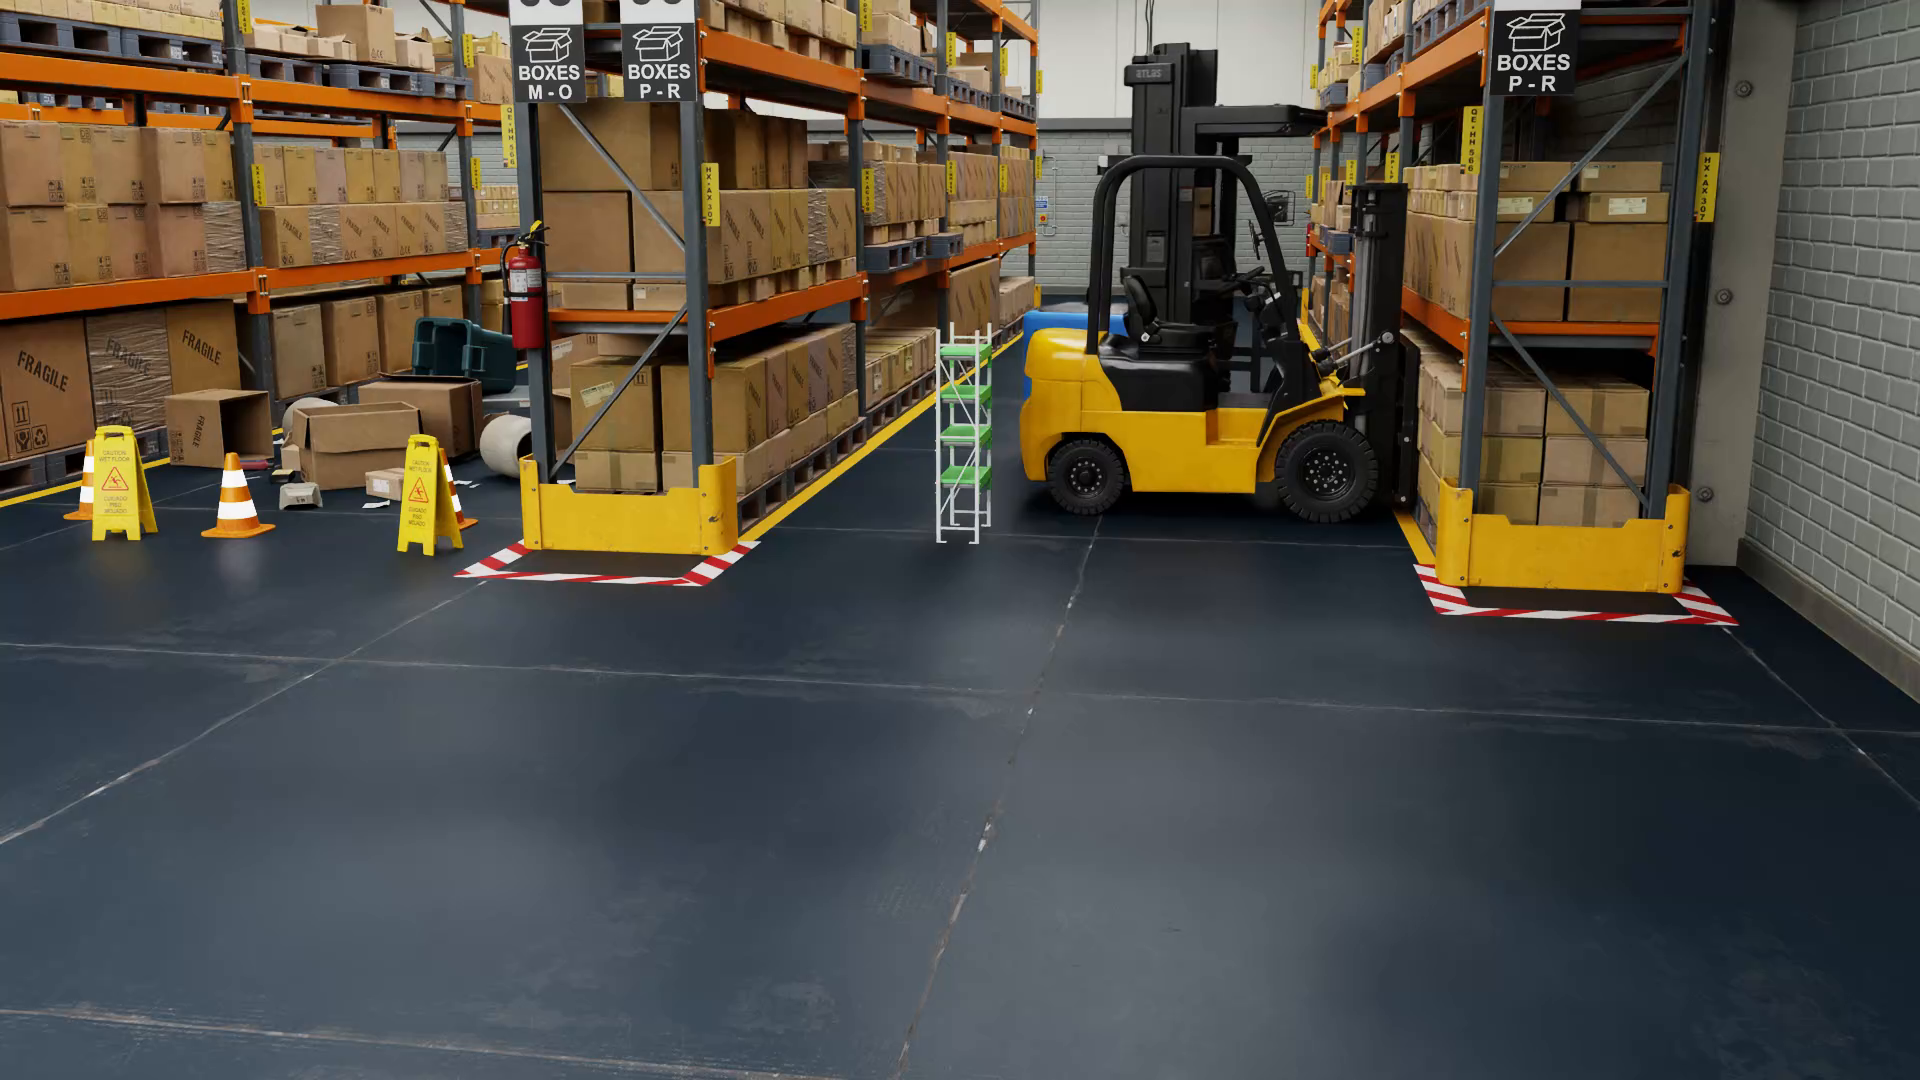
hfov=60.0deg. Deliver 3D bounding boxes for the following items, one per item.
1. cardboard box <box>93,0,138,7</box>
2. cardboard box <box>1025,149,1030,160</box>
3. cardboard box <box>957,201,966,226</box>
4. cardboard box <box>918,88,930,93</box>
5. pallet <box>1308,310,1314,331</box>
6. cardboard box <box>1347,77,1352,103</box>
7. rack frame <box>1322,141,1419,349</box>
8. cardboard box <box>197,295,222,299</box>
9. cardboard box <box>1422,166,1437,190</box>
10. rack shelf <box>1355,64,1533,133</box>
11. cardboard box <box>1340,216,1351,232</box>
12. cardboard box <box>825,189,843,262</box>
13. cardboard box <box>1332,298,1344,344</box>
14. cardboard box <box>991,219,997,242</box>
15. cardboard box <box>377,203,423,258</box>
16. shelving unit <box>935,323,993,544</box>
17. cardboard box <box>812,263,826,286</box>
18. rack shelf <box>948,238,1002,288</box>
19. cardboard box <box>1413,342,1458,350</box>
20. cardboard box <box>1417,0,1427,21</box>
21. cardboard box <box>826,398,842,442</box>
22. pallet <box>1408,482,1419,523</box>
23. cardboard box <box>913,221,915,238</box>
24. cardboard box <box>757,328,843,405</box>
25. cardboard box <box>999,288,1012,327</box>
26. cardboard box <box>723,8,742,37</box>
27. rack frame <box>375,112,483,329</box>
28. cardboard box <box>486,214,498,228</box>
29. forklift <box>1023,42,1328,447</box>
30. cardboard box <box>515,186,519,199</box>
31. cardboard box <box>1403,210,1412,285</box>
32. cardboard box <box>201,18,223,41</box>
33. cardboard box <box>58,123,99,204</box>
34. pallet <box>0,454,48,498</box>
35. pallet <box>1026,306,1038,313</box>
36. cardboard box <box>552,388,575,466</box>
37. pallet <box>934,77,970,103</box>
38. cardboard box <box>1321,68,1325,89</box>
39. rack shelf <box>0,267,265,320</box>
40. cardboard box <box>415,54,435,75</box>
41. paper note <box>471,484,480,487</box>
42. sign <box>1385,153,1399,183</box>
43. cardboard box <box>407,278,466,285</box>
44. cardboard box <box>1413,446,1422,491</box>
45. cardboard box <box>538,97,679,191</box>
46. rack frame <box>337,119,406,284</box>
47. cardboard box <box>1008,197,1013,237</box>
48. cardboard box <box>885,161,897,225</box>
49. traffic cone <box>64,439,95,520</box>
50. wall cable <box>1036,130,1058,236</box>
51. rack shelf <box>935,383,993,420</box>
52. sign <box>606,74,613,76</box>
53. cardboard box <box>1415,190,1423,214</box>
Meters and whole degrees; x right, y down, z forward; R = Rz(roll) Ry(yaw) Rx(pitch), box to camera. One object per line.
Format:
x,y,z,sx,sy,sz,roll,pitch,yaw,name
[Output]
-6.127,-3.863,11.592,0.500,0.250,0.500,2,12,8,cardboard box
0.775,-5.412,23.336,0.380,0.149,0.250,2,12,8,cardboard box
-0.224,-3.459,17.595,0.500,0.250,0.500,2,12,10,cardboard box
-0.497,-4.302,15.814,0.380,0.149,0.250,2,12,9,cardboard box
5.376,-3.044,23.116,1.003,0.211,1.213,2,12,9,pallet
4.271,-4.640,17.139,0.500,0.250,0.500,2,12,9,cardboard box
4.894,-3.756,19.802,1.000,3.000,0.127,2,12,9,rack frame
-10.018,-3.084,20.729,1.225,0.875,0.875,1,12,7,cardboard box
3.186,-2.329,10.699,0.380,0.149,0.250,2,12,8,cardboard box
3.971,-3.622,13.766,1.077,0.370,4.000,2,12,9,rack shelf
4.001,-3.155,16.612,0.380,0.149,0.250,2,12,10,cardboard box
-1.136,-2.237,11.810,0.500,0.500,0.500,2,12,11,cardboard box
4.444,-2.431,18.590,0.500,0.500,0.500,2,12,7,cardboard box
0.169,-3.741,20.089,0.500,0.250,0.500,2,12,7,cardboard box
-5.492,-2.961,15.877,0.500,0.500,0.500,2,12,8,cardboard box
0.025,-0.621,9.527,0.258,1.200,0.503,2,12,9,shelving unit
-1.143,-1.839,11.505,0.380,0.149,0.250,2,12,8,cardboard box
-0.319,-3.148,18.688,1.077,0.370,4.000,2,12,9,rack shelf
3.126,-1.140,10.820,0.500,0.250,0.500,2,12,11,cardboard box
3.295,-3.602,10.946,0.500,0.311,0.500,2,12,10,cardboard box
-1.139,-0.869,11.935,0.500,0.250,0.500,2,12,7,cardboard box
3.315,-0.309,10.424,1.003,0.211,1.213,2,12,9,pallet
-0.604,-2.765,14.802,0.380,0.149,0.250,1,12,7,cardboard box
-1.144,-1.241,11.880,0.500,0.500,0.500,2,12,10,cardboard box
0.192,-2.996,21.360,0.875,0.438,0.875,2,12,8,cardboard box
-1.458,-2.932,9.453,0.380,0.149,0.250,2,12,10,cardboard box
-5.533,-3.223,17.327,1.000,3.000,0.127,2,12,9,rack frame
-5.223,-3.448,17.970,0.380,0.149,0.250,2,12,11,cardboard box
2.010,-2.012,11.872,3.031,2.935,1.130,6,13,24,forklift
-5.109,-3.904,18.678,0.380,0.149,0.250,2,12,11,cardboard box
3.338,-2.056,11.674,0.500,0.500,0.500,2,12,7,cardboard box
-5.888,-3.902,12.719,0.380,0.149,0.250,2,12,8,cardboard box
-6.501,-2.579,11.420,0.875,0.550,0.500,2,12,9,cardboard box
-6.718,-0.363,10.678,1.003,0.211,1.213,2,12,9,pallet
0.558,-3.217,23.918,1.003,0.211,1.213,2,12,9,pallet
-2.751,-0.851,12.250,0.500,0.500,0.500,-10,16,-40,cardboard box
-0.580,-4.593,17.014,1.213,0.211,1.003,2,12,11,pallet
5.032,-6.077,21.915,0.500,0.250,0.500,2,12,8,cardboard box
-6.456,-1.622,11.607,1.077,0.370,4.000,2,12,9,rack shelf
-5.696,-4.865,17.591,0.500,0.500,0.500,2,12,9,cardboard box
-3.255,-0.365,11.163,0.032,0.001,0.123,2,12,9,paper note
3.126,-2.634,12.033,0.100,0.325,0.005,2,12,9,sign
-5.687,-2.724,18.167,0.500,0.250,0.500,2,12,7,cardboard box
2.980,-0.434,9.918,0.500,0.250,0.500,2,12,9,cardboard box
-1.994,-2.215,9.332,0.700,0.500,0.500,2,12,7,cardboard box
-9.188,-5.070,25.898,1.000,3.000,0.127,2,12,9,rack frame
0.401,-4.159,21.433,0.500,0.500,0.500,2,12,9,cardboard box
-0.809,-2.843,13.625,0.500,0.500,0.500,2,12,9,cardboard box
-5.278,-0.382,10.167,0.336,0.463,0.334,2,12,9,traffic cone
1.448,-6.435,29.748,0.585,1.953,0.123,2,12,9,wall cable
0.025,-0.793,9.490,0.258,0.148,0.480,2,12,9,rack shelf
-4.369,-5.950,20.699,0.100,0.325,0.005,2,12,9,sign
3.151,-2.186,10.741,0.380,0.149,0.250,2,12,8,cardboard box
